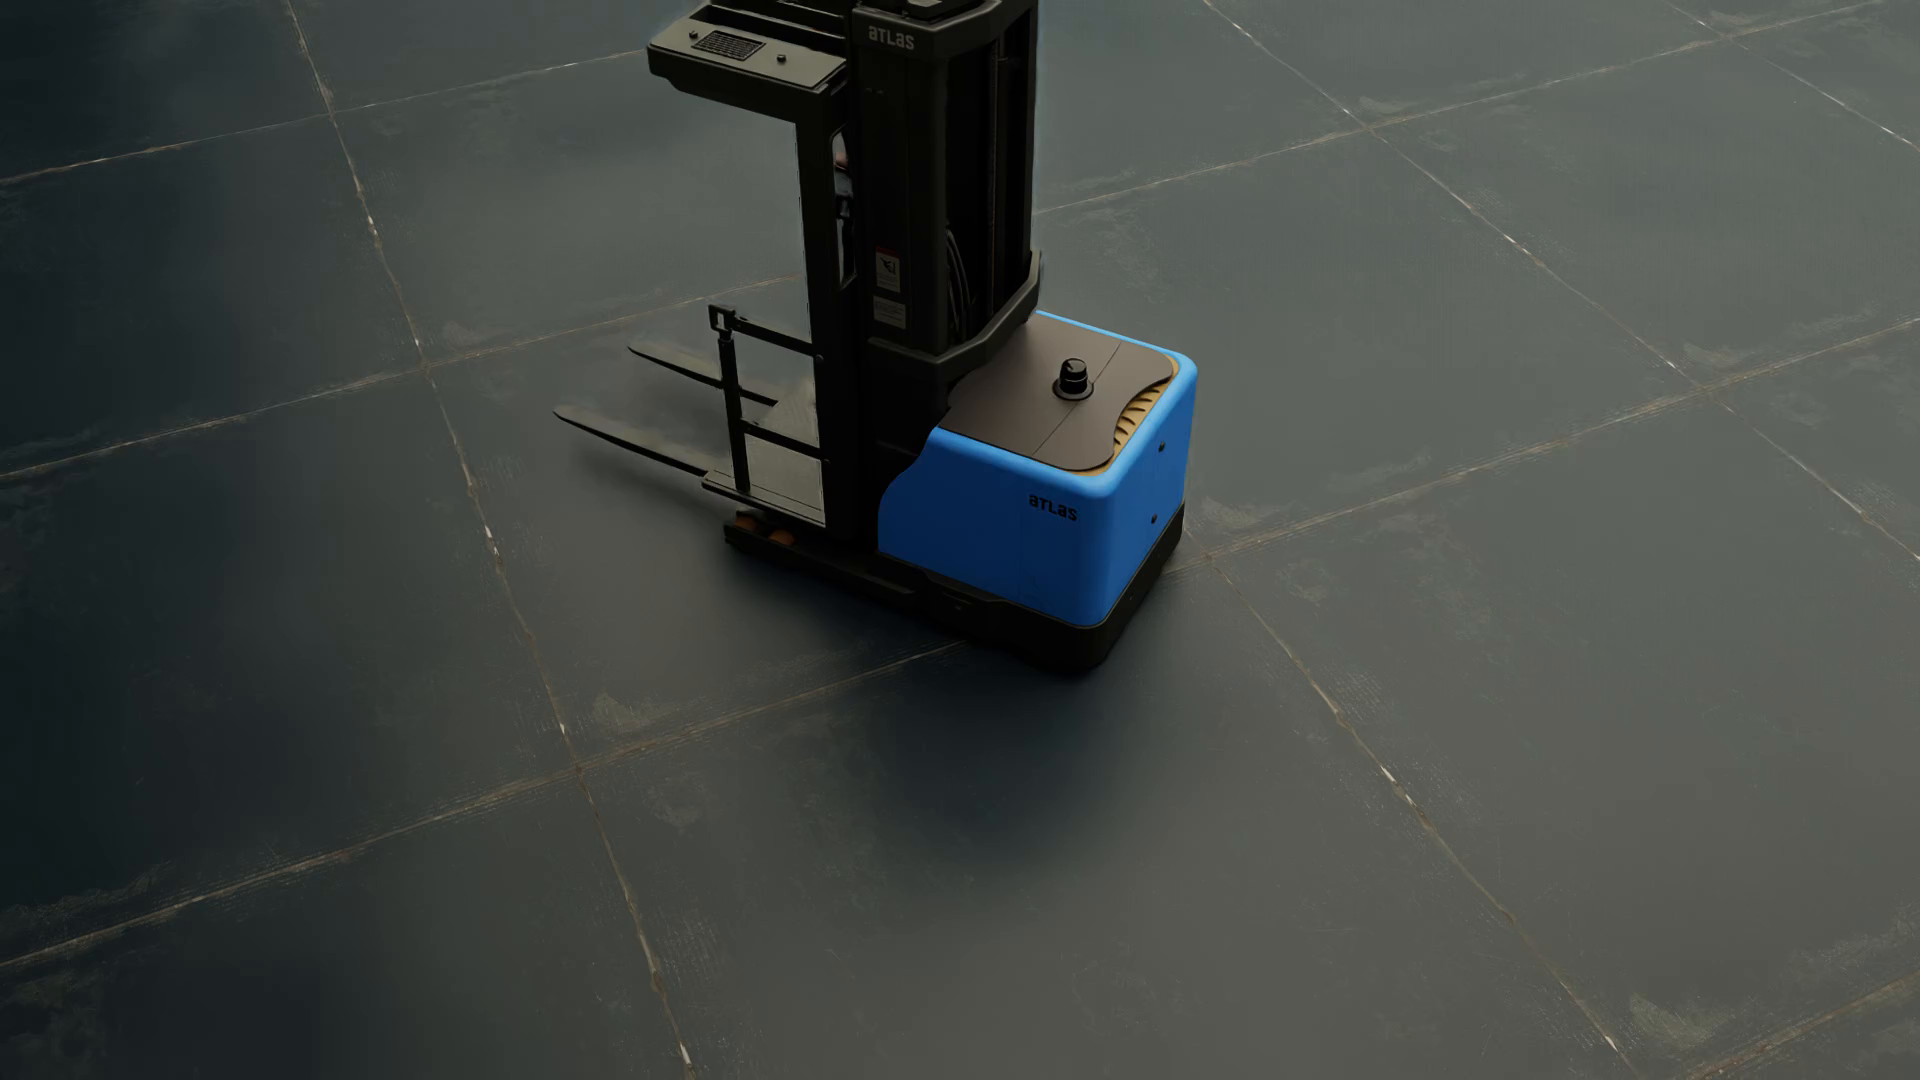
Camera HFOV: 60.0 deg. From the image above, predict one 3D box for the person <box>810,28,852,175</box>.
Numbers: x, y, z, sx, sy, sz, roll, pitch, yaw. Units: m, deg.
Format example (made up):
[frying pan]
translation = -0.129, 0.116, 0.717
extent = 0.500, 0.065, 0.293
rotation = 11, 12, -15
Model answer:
[person]
translation = -0.651, -2.919, 9.734
extent = 0.569, 1.654, 0.504
rotation = -22, 47, -22

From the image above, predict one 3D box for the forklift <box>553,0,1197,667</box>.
[forklift]
translation = -0.516, -1.251, 7.021
extent = 3.031, 2.935, 1.130
rotation = 20, 47, 20
